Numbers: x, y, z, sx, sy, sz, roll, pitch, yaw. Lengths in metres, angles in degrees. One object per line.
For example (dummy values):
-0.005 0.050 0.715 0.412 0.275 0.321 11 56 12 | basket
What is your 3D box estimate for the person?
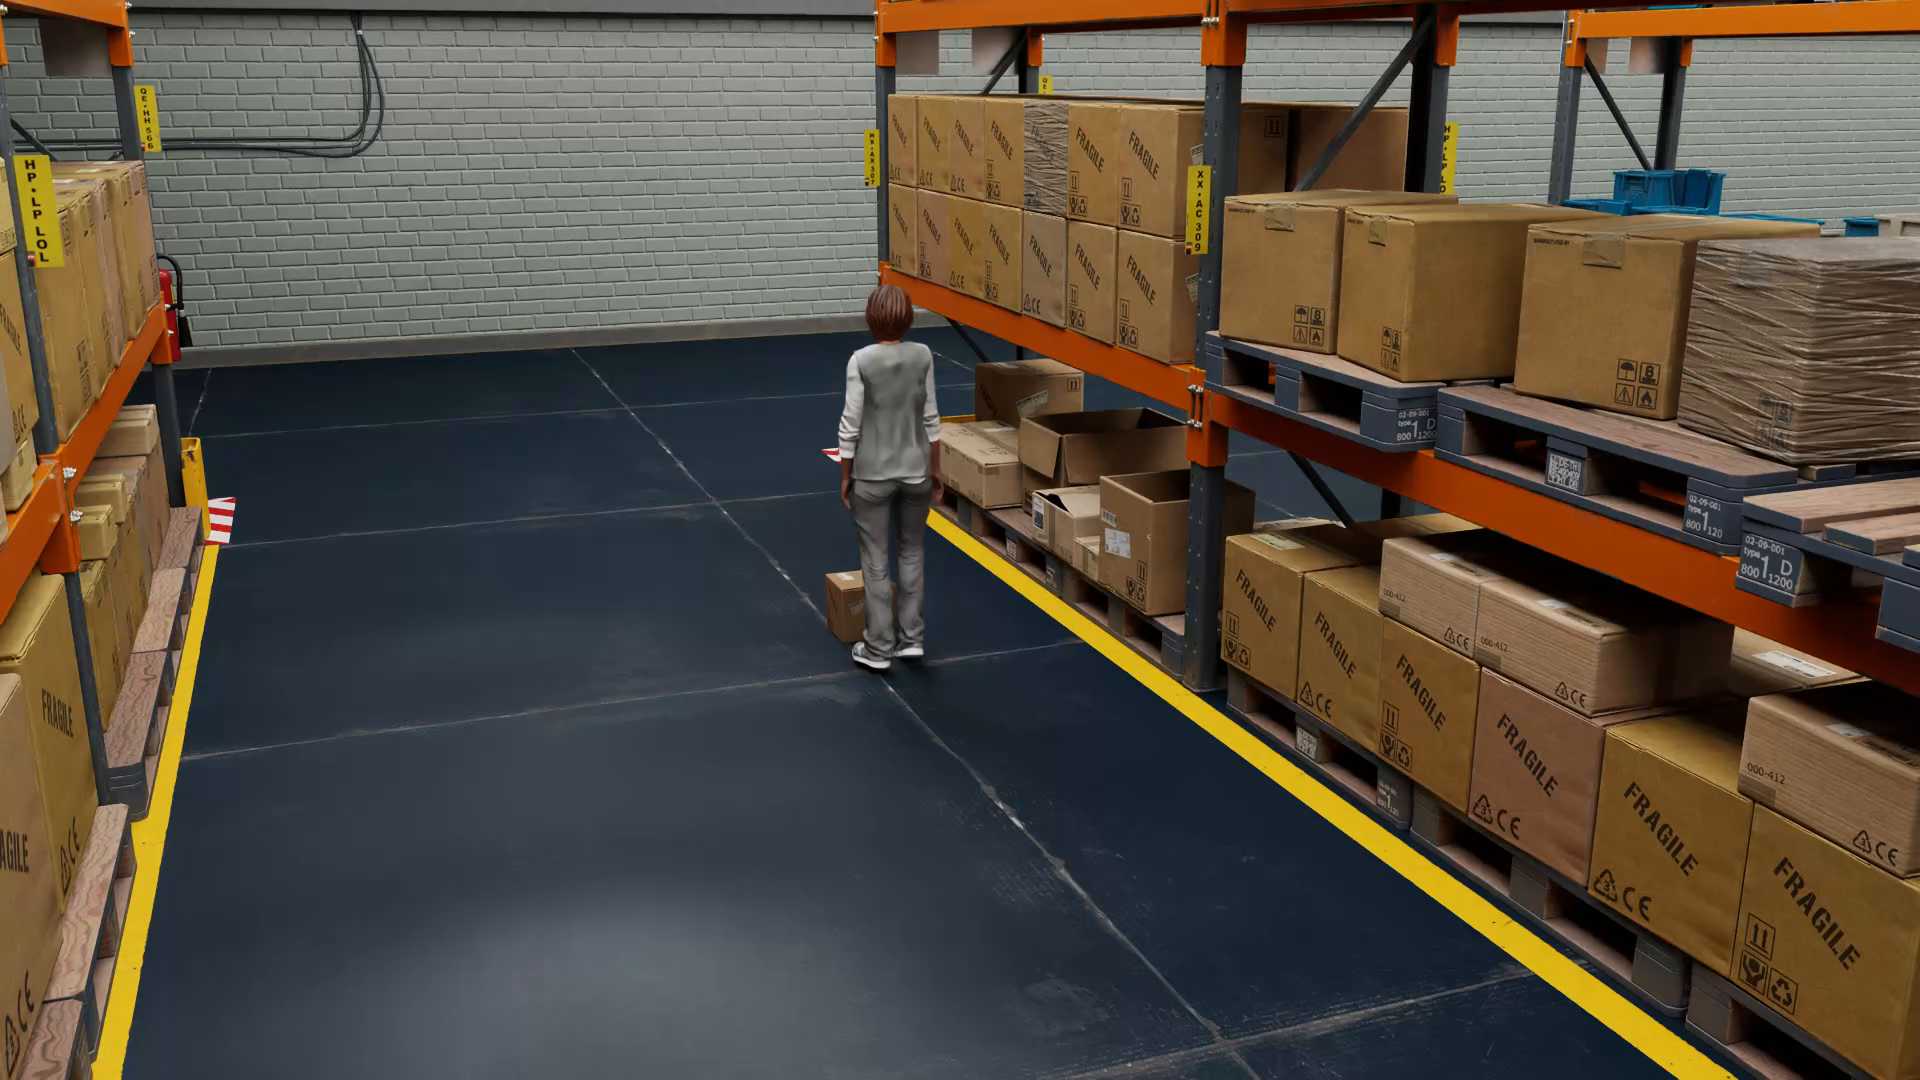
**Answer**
-0.285 -0.239 6.865 0.449 1.631 0.319 -6 17 -21 | person
